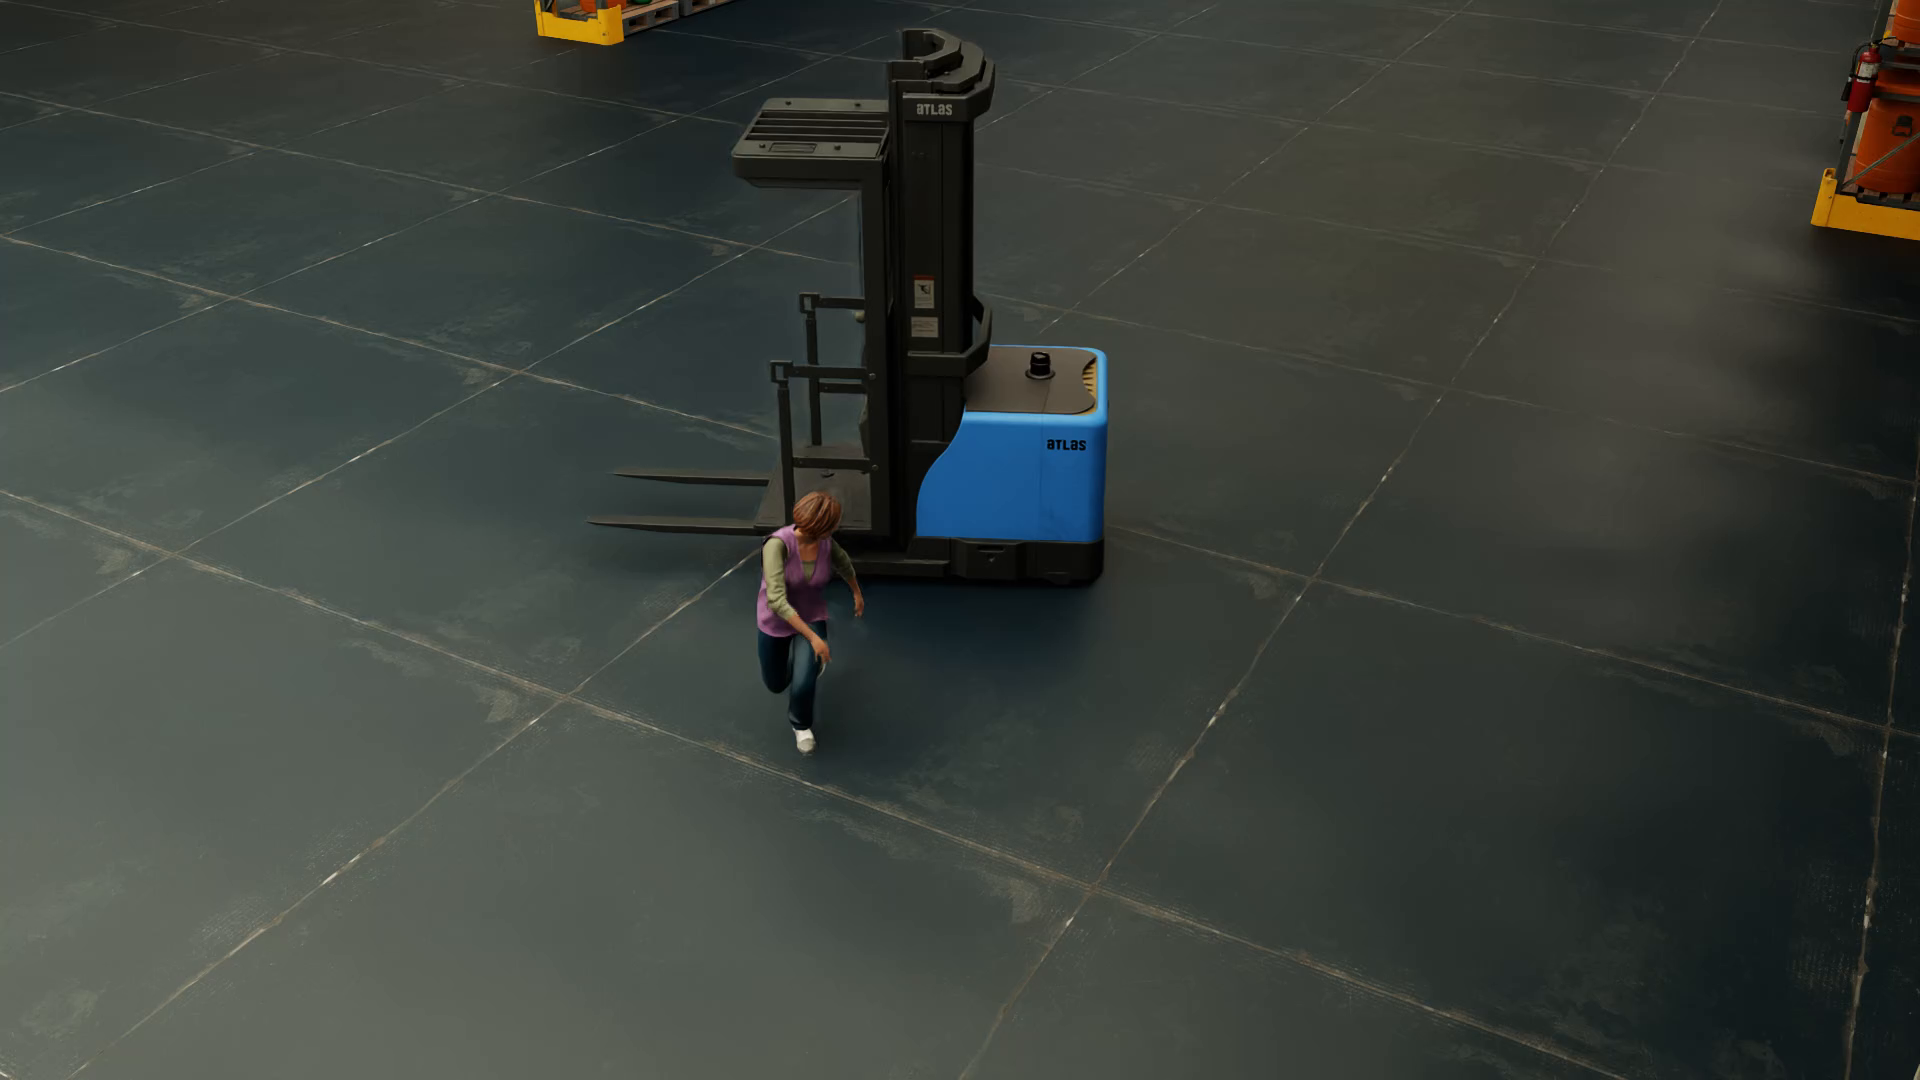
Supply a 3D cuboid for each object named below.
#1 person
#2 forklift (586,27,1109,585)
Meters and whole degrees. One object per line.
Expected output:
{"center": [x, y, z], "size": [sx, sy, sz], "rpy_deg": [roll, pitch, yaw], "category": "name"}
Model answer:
{"center": [-0.725, 0.347, 8.080], "size": [0.539, 1.371, 0.811], "rpy_deg": [-3, 30, -6], "category": "person"}
{"center": [-0.660, -1.294, 9.313], "size": [3.031, 2.935, 1.130], "rpy_deg": [2, 30, 4], "category": "forklift"}
